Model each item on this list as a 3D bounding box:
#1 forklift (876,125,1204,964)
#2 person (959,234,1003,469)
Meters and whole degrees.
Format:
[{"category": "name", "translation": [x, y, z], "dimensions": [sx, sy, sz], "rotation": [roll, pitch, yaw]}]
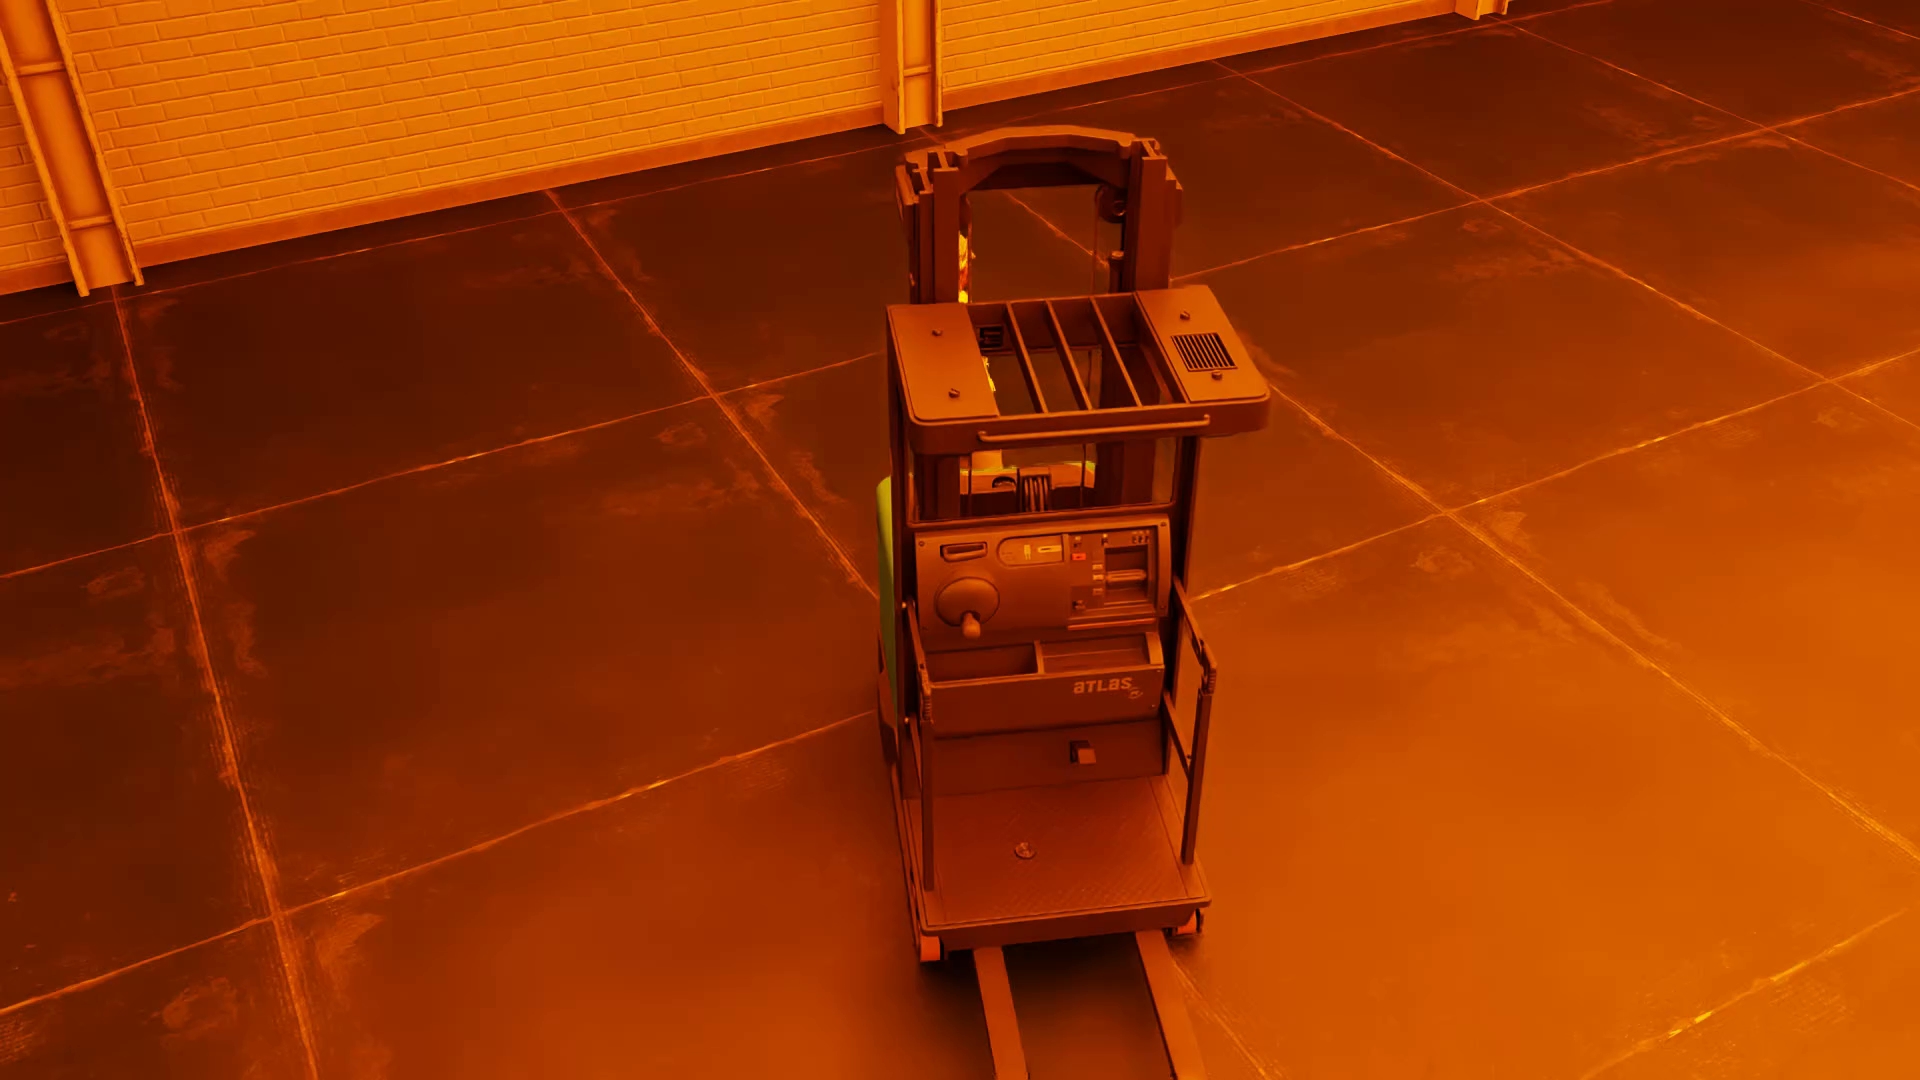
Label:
[{"category": "forklift", "translation": [0.335, 0.199, 5.842], "dimensions": [1.130, 2.935, 3.031], "rotation": [-5, 36, -6]}, {"category": "person", "translation": [0.011, -0.721, 8.144], "dimensions": [0.394, 1.628, 0.510], "rotation": [-17, 39, -23]}]
